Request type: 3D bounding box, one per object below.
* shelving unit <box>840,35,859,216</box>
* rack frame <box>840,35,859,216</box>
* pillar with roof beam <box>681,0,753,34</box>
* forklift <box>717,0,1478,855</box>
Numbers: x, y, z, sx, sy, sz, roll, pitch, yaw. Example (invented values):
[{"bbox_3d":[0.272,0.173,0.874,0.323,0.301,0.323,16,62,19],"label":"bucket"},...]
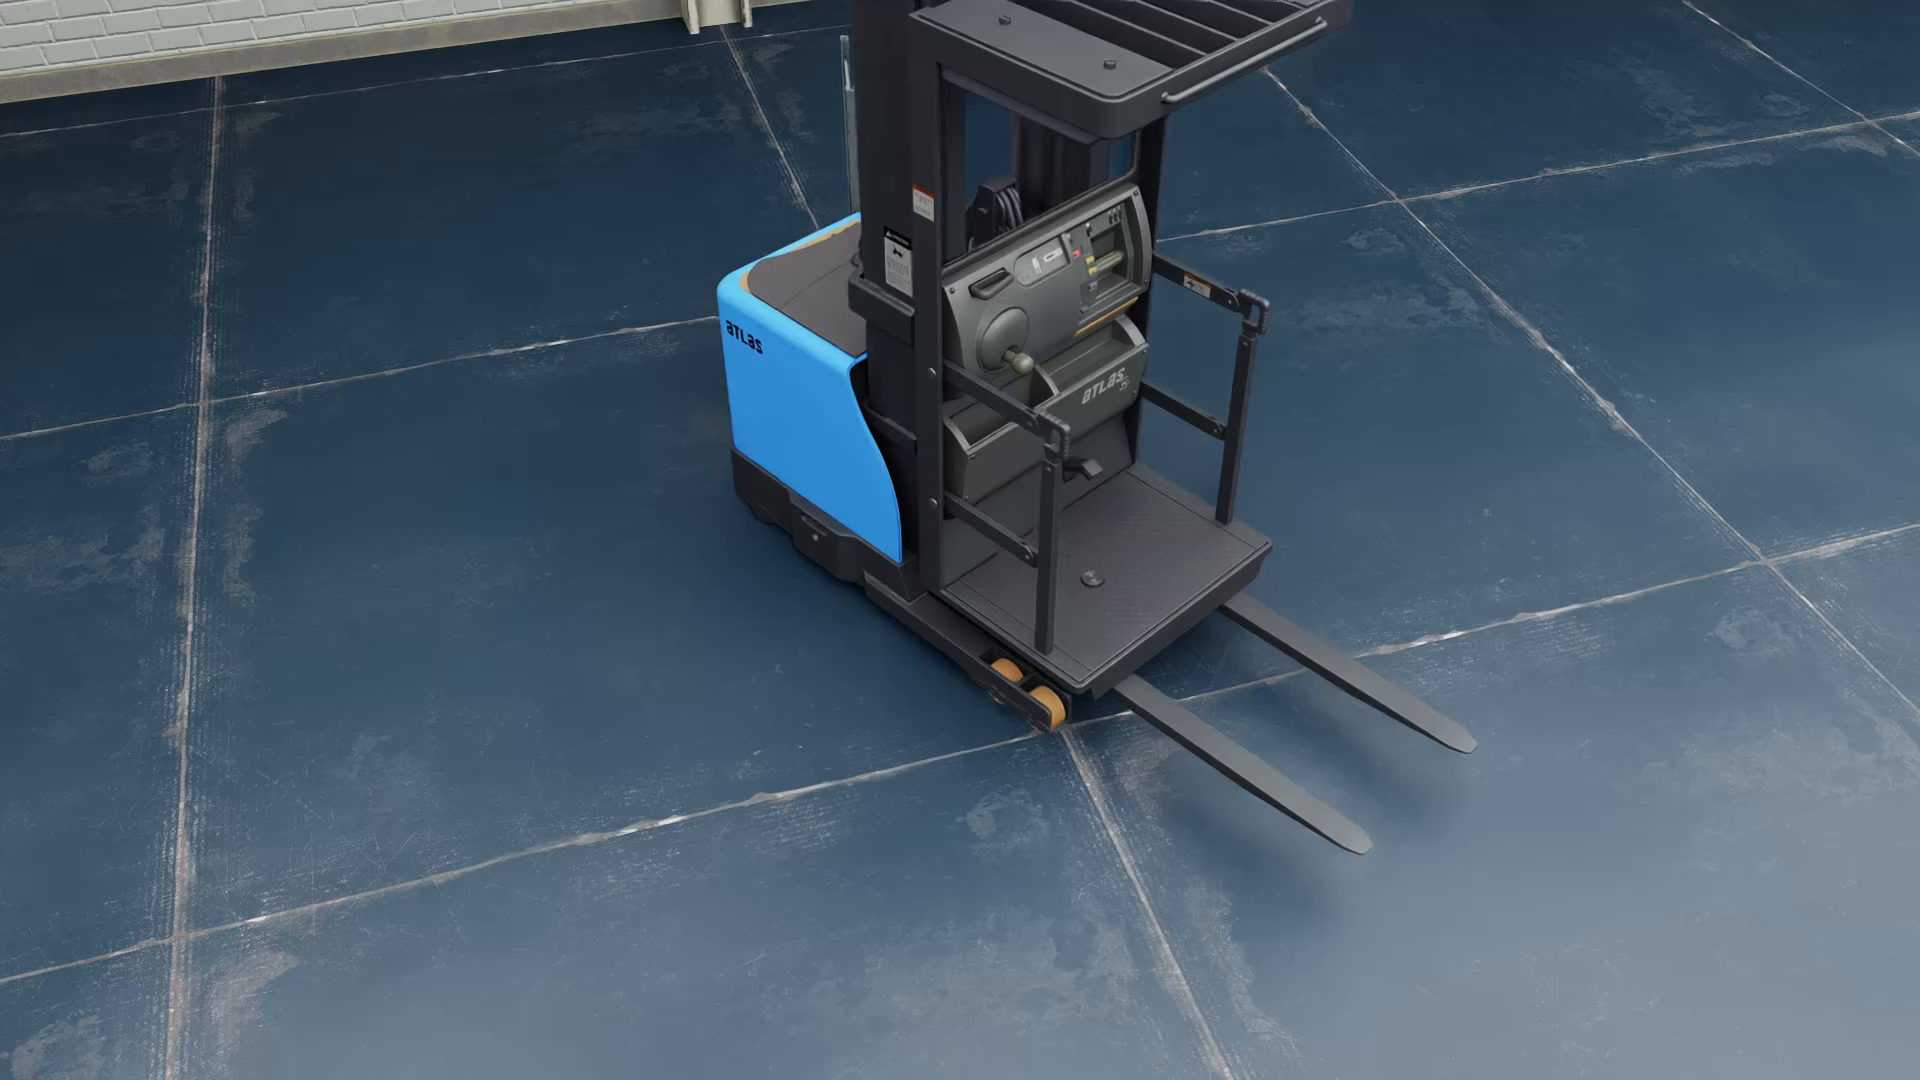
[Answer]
[{"bbox_3d":[0.053,-1.381,7.191,1.048,1.500,0.538,-4,41,-4],"label":"shelving unit"},{"bbox_3d":[-0.453,-1.349,7.155,0.032,1.500,0.500,-4,41,-4],"label":"rack frame"},{"bbox_3d":[-0.242,-3.972,4.457,0.400,9.000,9.100,-12,42,-13],"label":"pillar with roof beam"},{"bbox_3d":[0.457,-0.802,5.441,1.130,2.935,3.031,-33,51,-32],"label":"forklift"}]
